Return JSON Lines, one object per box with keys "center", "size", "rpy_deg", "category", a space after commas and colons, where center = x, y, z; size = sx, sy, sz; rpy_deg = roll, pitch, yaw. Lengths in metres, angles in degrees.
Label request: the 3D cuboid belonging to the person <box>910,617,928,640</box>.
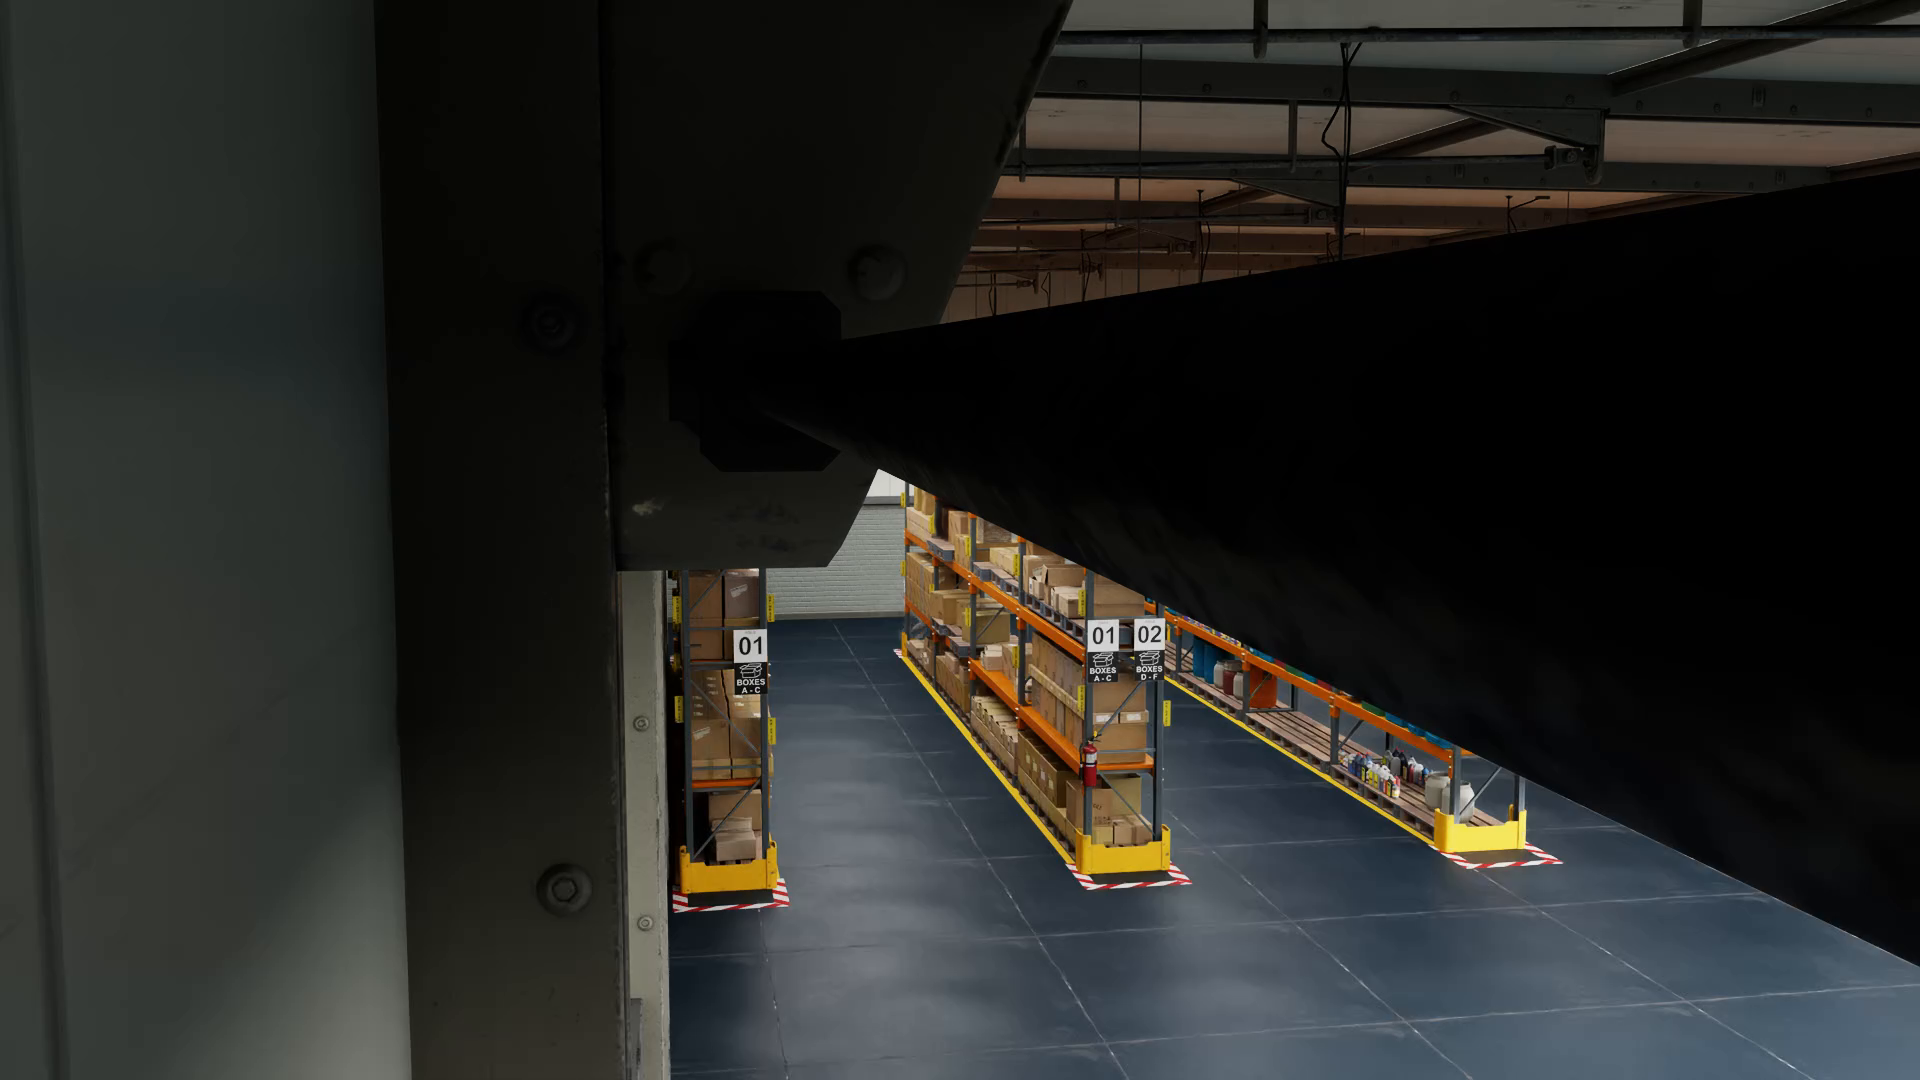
{"center": [-0.840, 1.556, 38.218], "size": [0.521, 1.637, 0.610], "rpy_deg": [5, 8, 39], "category": "person"}
